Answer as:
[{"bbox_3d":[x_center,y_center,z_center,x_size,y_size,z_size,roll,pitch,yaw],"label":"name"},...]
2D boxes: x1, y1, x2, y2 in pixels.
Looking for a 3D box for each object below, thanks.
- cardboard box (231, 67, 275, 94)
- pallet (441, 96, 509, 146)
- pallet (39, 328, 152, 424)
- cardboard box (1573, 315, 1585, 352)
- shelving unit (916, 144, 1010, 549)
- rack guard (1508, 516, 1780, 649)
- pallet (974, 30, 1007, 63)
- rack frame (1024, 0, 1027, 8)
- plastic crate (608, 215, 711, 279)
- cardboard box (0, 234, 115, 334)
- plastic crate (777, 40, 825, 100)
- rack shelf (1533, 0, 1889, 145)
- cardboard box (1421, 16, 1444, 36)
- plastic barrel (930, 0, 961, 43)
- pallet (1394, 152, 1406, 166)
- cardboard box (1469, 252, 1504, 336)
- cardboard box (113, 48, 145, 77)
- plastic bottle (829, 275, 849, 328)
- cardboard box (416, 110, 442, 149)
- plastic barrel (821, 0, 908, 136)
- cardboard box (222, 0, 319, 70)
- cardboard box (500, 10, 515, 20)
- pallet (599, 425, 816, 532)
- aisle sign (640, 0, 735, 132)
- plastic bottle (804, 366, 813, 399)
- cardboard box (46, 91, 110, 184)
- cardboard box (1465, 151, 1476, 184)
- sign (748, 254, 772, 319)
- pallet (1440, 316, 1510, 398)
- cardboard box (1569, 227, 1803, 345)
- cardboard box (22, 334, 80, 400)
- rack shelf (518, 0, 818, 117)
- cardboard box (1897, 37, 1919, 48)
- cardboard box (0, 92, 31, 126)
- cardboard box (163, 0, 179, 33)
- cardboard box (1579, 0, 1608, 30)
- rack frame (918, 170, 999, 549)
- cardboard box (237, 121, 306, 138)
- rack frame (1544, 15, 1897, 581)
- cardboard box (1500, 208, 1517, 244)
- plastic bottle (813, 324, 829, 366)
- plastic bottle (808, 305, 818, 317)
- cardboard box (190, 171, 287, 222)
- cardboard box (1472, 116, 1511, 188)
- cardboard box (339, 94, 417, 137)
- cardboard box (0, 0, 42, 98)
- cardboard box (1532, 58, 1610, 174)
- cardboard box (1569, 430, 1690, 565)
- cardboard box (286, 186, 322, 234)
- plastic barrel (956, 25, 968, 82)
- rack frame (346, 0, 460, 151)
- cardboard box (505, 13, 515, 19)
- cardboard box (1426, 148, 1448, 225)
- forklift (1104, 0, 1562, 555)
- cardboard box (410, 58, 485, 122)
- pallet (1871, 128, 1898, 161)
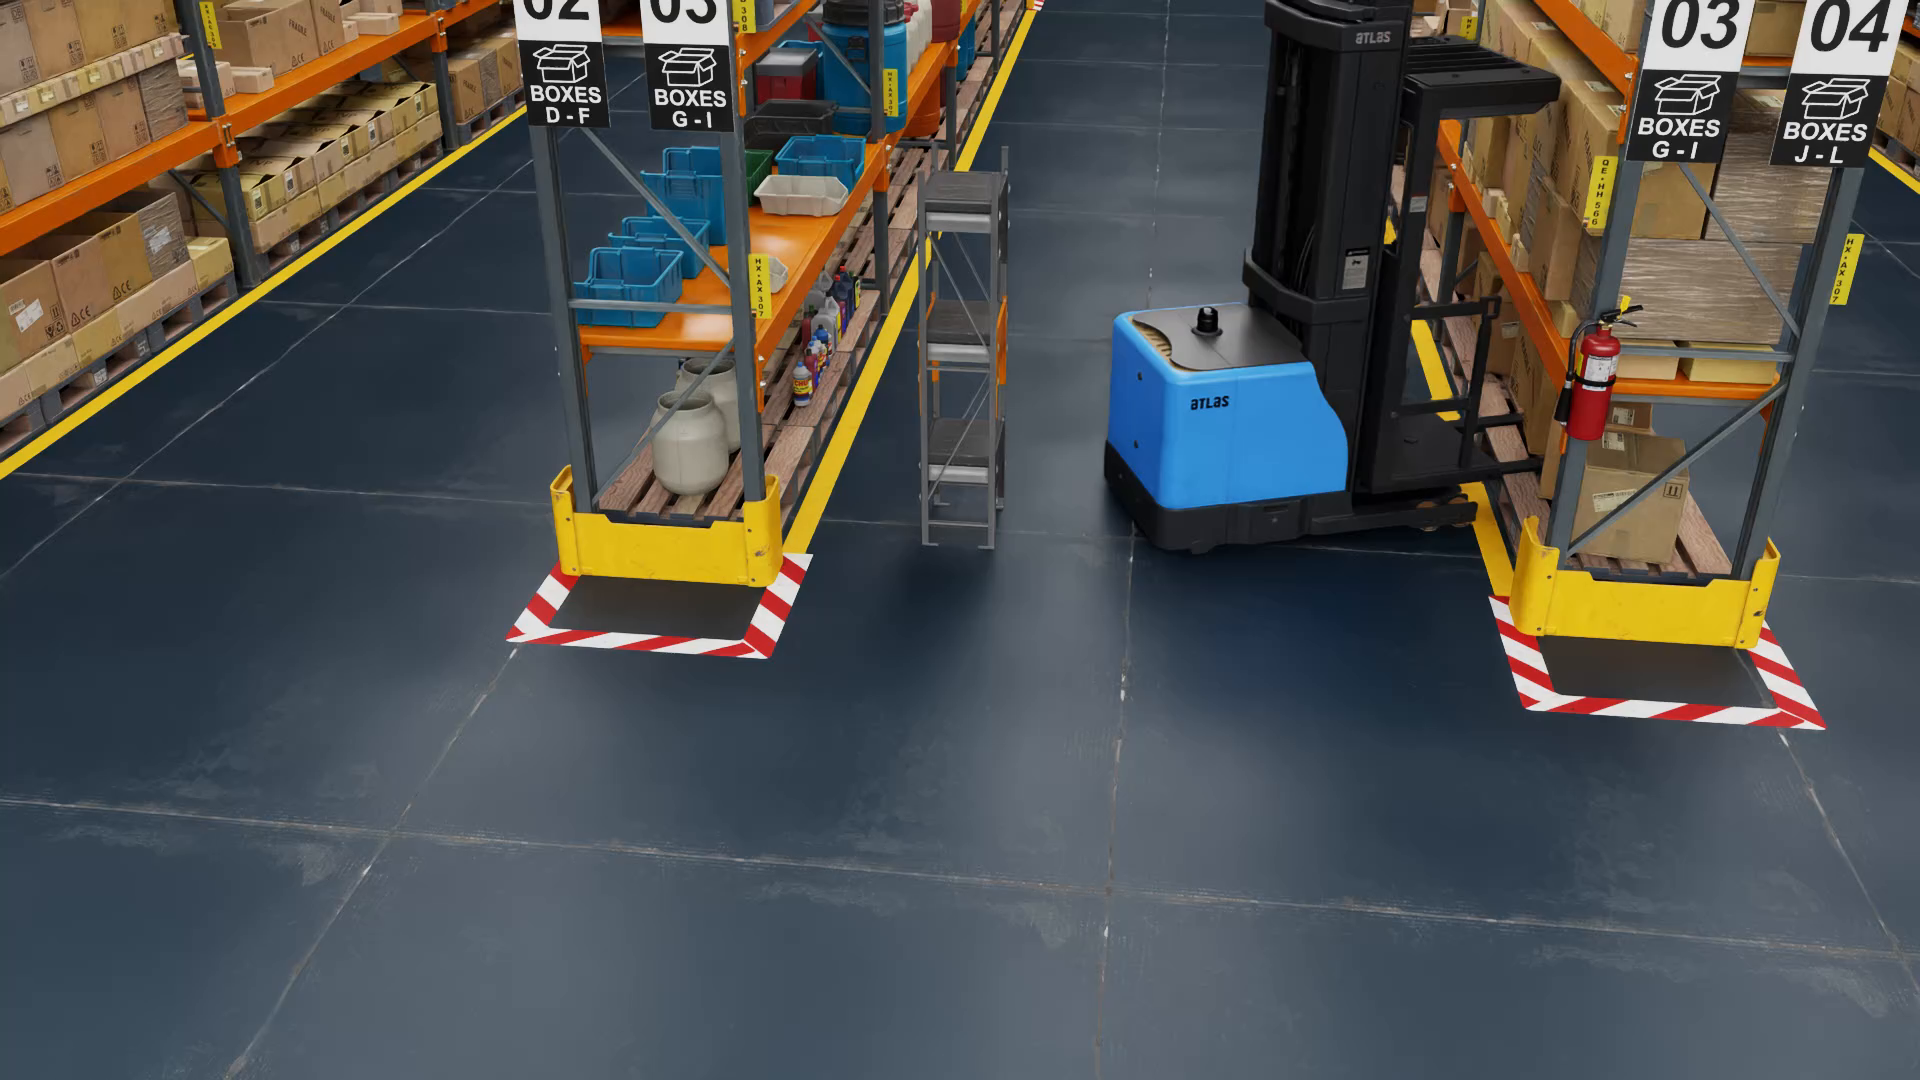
[{"bbox_3d":[-5.631,-3.611,13.056,0.380,0.149,0.250,3,28,6],"label":"cardboard box"},{"bbox_3d":[-5.323,-4.321,17.048,1.003,0.211,1.213,3,28,6],"label":"pallet"},{"bbox_3d":[-6.228,-1.141,11.146,1.003,0.211,1.213,3,28,6],"label":"pallet"},{"bbox_3d":[3.260,-1.010,8.226,0.380,0.149,0.250,3,28,6],"label":"cardboard box"},{"bbox_3d":[0.020,-1.002,8.897,0.431,2.100,0.503,3,28,6],"label":"shelving unit"},{"bbox_3d":[3.408,0.208,8.336,1.175,0.500,0.348,3,28,6],"label":"rack guard"},{"bbox_3d":[0.005,-5.914,20.004,1.003,0.211,1.213,3,28,6],"label":"pallet"},{"bbox_3d":[0.444,-8.676,22.191,1.000,3.000,0.127,3,28,6],"label":"rack frame"},{"bbox_3d":[-1.667,-1.637,9.283,0.499,0.251,0.408,3,28,6],"label":"plastic crate"},{"bbox_3d":[-5.959,-1.684,10.879,0.500,0.500,0.500,3,28,6],"label":"cardboard box"},{"bbox_3d":[-1.200,-3.557,12.707,0.392,0.384,0.575,3,28,6],"label":"plastic crate"},{"bbox_3d":[3.644,-2.802,8.884,1.077,0.370,4.000,3,28,6],"label":"rack shelf"},{"bbox_3d":[3.946,-3.965,13.163,0.500,0.250,0.500,3,28,5],"label":"cardboard box"},{"bbox_3d":[-0.293,-4.734,14.731,0.600,0.536,0.708,3,28,6],"label":"plastic barrel"},{"bbox_3d":[4.551,-3.761,16.009,1.003,0.211,1.213,3,28,6],"label":"pallet"},{"bbox_3d":[3.800,-1.638,11.320,0.500,0.500,0.500,3,28,5],"label":"cardboard box"},{"bbox_3d":[-5.825,-3.266,11.361,0.380,0.149,0.250,3,28,5],"label":"cardboard box"},{"bbox_3d":[-0.843,-1.644,11.469,0.144,0.351,0.185,2,28,4],"label":"plastic bottle"},{"bbox_3d":[-5.274,-3.912,15.805,0.500,0.250,0.500,4,29,7],"label":"cardboard box"},{"bbox_3d":[-0.679,-3.412,11.892,0.600,0.901,0.708,3,28,6],"label":"plastic barrel"},{"bbox_3d":[-5.706,-4.205,13.787,0.500,0.500,0.500,3,28,6],"label":"cardboard box"},{"bbox_3d":[-5.317,-5.710,18.859,0.500,0.500,0.500,4,29,7],"label":"cardboard box"},{"bbox_3d":[-1.449,-0.337,9.653,1.003,0.211,1.213,3,28,6],"label":"pallet"},{"bbox_3d":[-1.235,-2.238,7.500,0.394,0.787,0.004,3,28,6],"label":"aisle sign"},{"bbox_3d":[-0.973,-0.990,10.412,0.097,0.201,0.097,0,28,0],"label":"plastic bottle"},{"bbox_3d":[-6.114,-2.667,10.932,0.700,0.500,0.500,4,29,7],"label":"cardboard box"},{"bbox_3d":[3.521,-2.428,10.859,0.380,0.149,0.250,3,28,6],"label":"cardboard box"},{"bbox_3d":[-0.971,-1.232,8.083,0.100,0.325,0.005,3,28,6],"label":"sign"},{"bbox_3d":[3.842,-1.194,11.243,1.003,0.211,1.213,3,28,6],"label":"pallet"},{"bbox_3d":[3.494,-1.289,8.060,0.875,0.500,0.500,3,28,6],"label":"cardboard box"},{"bbox_3d":[-6.026,-1.119,10.620,0.500,0.250,0.500,3,28,6],"label":"cardboard box"},{"bbox_3d":[-1.272,-3.090,9.418,1.077,0.370,4.000,3,28,6],"label":"rack shelf"},{"bbox_3d":[9.297,-4.761,16.326,0.500,0.250,0.500,4,29,8],"label":"cardboard box"},{"bbox_3d":[-5.981,-2.659,10.234,0.380,0.149,0.250,4,29,7],"label":"cardboard box"},{"bbox_3d":[-9.829,-6.294,19.593,0.750,0.750,0.750,4,29,7],"label":"cardboard box"},{"bbox_3d":[3.264,-2.588,7.886,0.500,0.250,0.500,4,29,7],"label":"cardboard box"},{"bbox_3d":[-0.010,-0.887,8.683,0.400,2.100,0.015,3,28,6],"label":"rack frame"},{"bbox_3d":[-5.991,-3.462,14.378,0.500,0.311,0.500,3,28,6],"label":"cardboard box"},{"bbox_3d":[3.399,-0.856,7.677,1.000,3.000,0.127,3,28,6],"label":"rack frame"},{"bbox_3d":[3.394,-1.838,9.764,0.380,0.149,0.250,3,28,6],"label":"cardboard box"},{"bbox_3d":[-0.906,-1.276,10.869,0.097,0.271,0.097,0,28,0],"label":"plastic bottle"},{"bbox_3d":[-0.987,-1.457,11.191,0.061,0.283,0.133,3,28,6],"label":"plastic bottle"},{"bbox_3d":[-5.644,-2.718,12.998,0.500,0.311,0.500,3,29,6],"label":"cardboard box"},{"bbox_3d":[3.676,-2.473,10.258,0.875,0.500,0.500,3,28,6],"label":"cardboard box"},{"bbox_3d":[-5.329,-3.915,15.219,0.500,0.311,0.500,3,28,5],"label":"cardboard box"},{"bbox_3d":[-6.175,-3.014,10.209,0.700,0.500,0.500,3,28,6],"label":"cardboard box"},{"bbox_3d":[3.340,-2.216,8.727,0.500,0.500,0.500,3,28,6],"label":"cardboard box"},{"bbox_3d":[3.492,-0.234,8.714,0.500,0.500,0.500,9,30,16],"label":"cardboard box"},{"bbox_3d":[-5.583,-2.707,13.569,0.500,0.250,0.500,4,29,7],"label":"cardboard box"},{"bbox_3d":[-0.217,-5.466,18.002,0.600,0.901,0.708,3,28,6],"label":"plastic barrel"},{"bbox_3d":[-5.452,-5.200,15.739,1.000,3.000,0.127,3,28,6],"label":"rack frame"},{"bbox_3d":[-4.807,-5.695,18.829,0.500,0.500,0.500,3,29,6],"label":"cardboard box"},{"bbox_3d":[4.199,-2.870,13.586,0.700,0.500,0.500,6,29,10],"label":"cardboard box"},{"bbox_3d":[2.422,-1.574,9.082,3.031,2.935,1.130,-7,29,-12],"label":"forklift"},{"bbox_3d":[-5.113,-4.491,16.594,0.500,0.500,0.500,5,29,8],"label":"cardboard box"},{"bbox_3d":[9.539,-3.999,16.451,1.003,0.211,1.213,3,28,6],"label":"pallet"}]
